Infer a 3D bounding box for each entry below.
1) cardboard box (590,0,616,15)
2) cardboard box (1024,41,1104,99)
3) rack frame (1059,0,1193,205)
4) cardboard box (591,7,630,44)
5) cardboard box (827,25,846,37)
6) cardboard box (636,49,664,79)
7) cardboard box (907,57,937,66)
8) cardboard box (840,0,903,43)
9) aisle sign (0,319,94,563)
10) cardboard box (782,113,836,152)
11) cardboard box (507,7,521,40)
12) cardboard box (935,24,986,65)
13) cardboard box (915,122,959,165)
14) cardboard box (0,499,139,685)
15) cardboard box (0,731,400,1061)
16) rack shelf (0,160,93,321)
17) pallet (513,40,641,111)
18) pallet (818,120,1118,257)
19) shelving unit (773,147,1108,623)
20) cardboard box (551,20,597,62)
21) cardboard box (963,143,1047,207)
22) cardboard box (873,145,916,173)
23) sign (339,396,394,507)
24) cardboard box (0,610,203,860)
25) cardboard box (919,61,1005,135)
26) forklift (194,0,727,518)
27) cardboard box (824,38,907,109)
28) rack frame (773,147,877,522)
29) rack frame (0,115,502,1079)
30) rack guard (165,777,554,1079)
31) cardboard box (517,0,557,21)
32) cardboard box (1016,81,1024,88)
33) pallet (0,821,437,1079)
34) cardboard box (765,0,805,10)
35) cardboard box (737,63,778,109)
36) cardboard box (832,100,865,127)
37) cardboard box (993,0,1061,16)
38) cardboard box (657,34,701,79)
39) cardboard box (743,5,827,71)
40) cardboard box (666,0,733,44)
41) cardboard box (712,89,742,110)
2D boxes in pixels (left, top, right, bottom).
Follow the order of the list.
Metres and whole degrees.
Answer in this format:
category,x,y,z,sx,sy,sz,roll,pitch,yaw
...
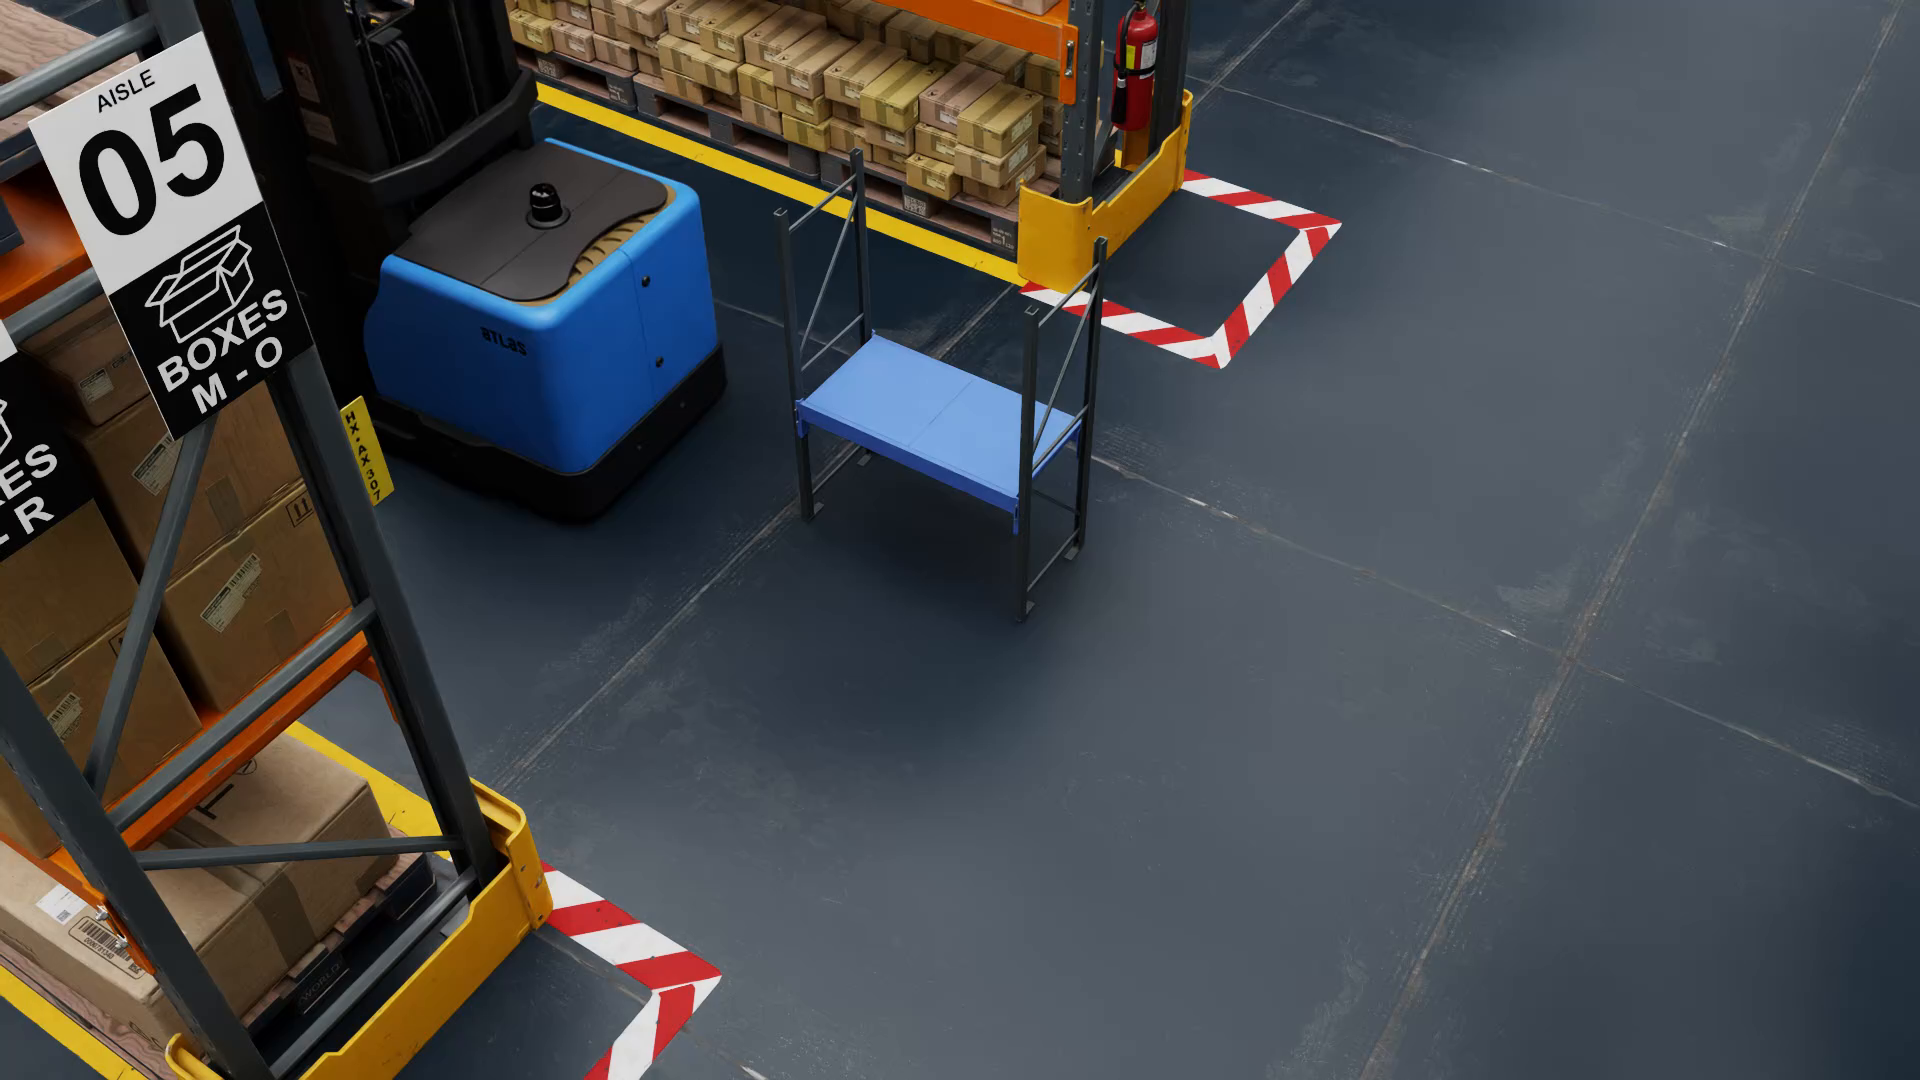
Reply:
category,x,y,z,sx,sy,sz,roll,pitch,yaw
cardboard box,-1.744,-2.933,8.789,0.250,0.149,0.380,23,50,21
cardboard box,0.516,-2.349,8.221,0.250,0.149,0.380,23,50,20
rack frame,0.774,-2.581,7.166,0.127,3.000,1.000,25,51,22
cardboard box,-1.749,-2.830,8.896,0.250,0.149,0.380,22,50,20
cardboard box,-0.665,-2.667,8.738,0.250,0.149,0.380,27,52,24
cardboard box,-1.513,-2.628,8.908,0.250,0.149,0.380,23,50,21
cardboard box,-0.140,-2.541,8.616,0.250,0.149,0.380,26,51,23
cardboard box,-0.406,-2.717,8.579,0.250,0.149,0.380,27,51,24
aisle sign,-1.920,-0.244,3.083,0.004,0.787,0.394,25,51,22
cardboard box,-0.692,-2.153,8.446,0.250,0.149,0.380,23,50,20
cardboard box,-2.460,-2.947,9.218,0.250,0.149,0.380,23,50,20
cardboard box,0.076,-2.558,8.424,0.250,0.149,0.380,25,51,22
cardboard box,-0.016,-2.003,8.093,0.250,0.149,0.380,24,50,21
cardboard box,-2.348,0.020,3.872,0.500,0.500,0.500,26,51,23
cardboard box,-2.423,0.998,5.182,0.875,0.438,0.875,23,50,21
rack shelf,-3.497,-1.122,4.159,4.000,0.370,1.077,25,51,22
pallet,-2.009,-2.919,9.439,1.213,0.211,1.003,25,51,22
pallet,0.045,-1.974,8.521,1.213,0.211,1.003,25,51,22
shelving unit,-0.072,-0.556,6.244,1.048,1.500,0.538,25,51,22
cardboard box,-1.999,-2.780,9.054,0.250,0.149,0.380,24,51,22
cardboard box,0.218,-1.812,8.114,0.250,0.149,0.380,26,51,23
cardboard box,-0.229,-2.004,8.301,0.250,0.149,0.380,24,51,22
sign,-1.509,-0.215,4.209,0.005,0.325,0.100,25,51,22
cardboard box,-2.363,0.385,4.215,0.500,0.500,0.500,25,51,22
cardboard box,0.011,-2.125,8.004,0.250,0.149,0.380,26,51,23
forklift,-2.561,-1.895,6.547,3.031,2.935,1.130,22,50,20
cardboard box,-0.460,-2.287,8.161,0.250,0.149,0.380,23,50,21
rack frame,-0.500,-0.753,6.435,0.032,1.500,0.500,25,51,22
rack frame,-1.814,0.447,4.225,0.127,3.000,1.000,25,51,22
rack guard,-1.793,1.327,5.112,0.348,0.500,1.175,25,51,22
cardboard box,-2.200,-3.009,9.070,0.250,0.149,0.380,25,51,22
cardboard box,0.271,-2.335,8.415,0.250,0.149,0.380,24,51,22
pallet,-2.529,1.156,5.480,1.213,0.211,1.003,25,51,22
cardboard box,-0.866,-2.886,8.743,0.250,0.149,0.380,25,51,22
cardboard box,-0.912,-2.373,8.452,0.250,0.149,0.380,27,52,24
cardboard box,-0.434,-2.236,8.319,0.250,0.149,0.380,24,51,22
cardboard box,0.347,-2.449,7.213,0.250,0.149,0.380,25,51,22
cardboard box,-1.352,-2.573,8.647,0.250,0.149,0.380,24,51,22
cardboard box,-0.878,-2.526,8.394,0.250,0.149,0.380,23,50,21
cardboard box,-1.300,-2.730,8.591,0.250,0.149,0.380,23,50,21
cardboard box,-1.084,-2.414,8.699,0.250,0.149,0.380,26,51,23
